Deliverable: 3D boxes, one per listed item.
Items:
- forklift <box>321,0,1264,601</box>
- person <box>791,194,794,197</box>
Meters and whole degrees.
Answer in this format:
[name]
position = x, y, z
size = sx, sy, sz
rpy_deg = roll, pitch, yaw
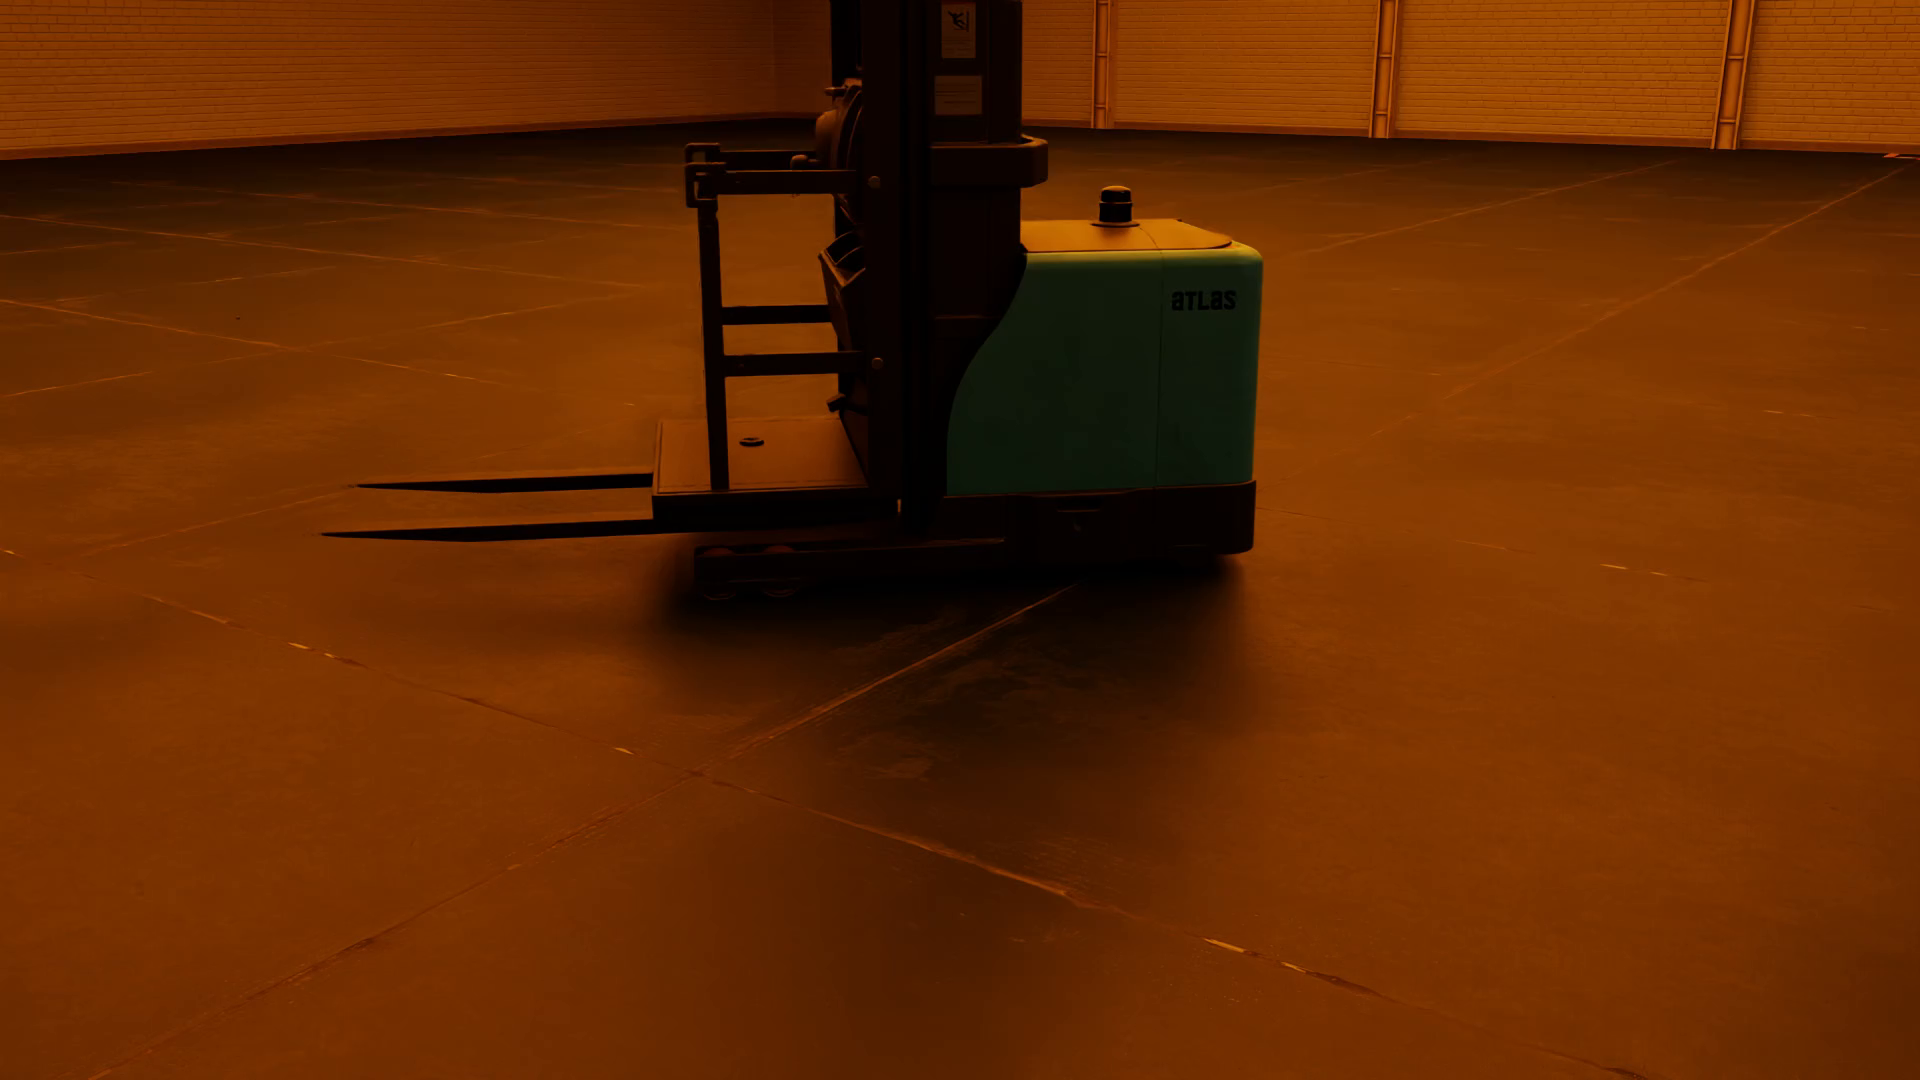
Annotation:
[forklift]
position = -0.571, -1.373, 5.423
size = 3.031, 2.935, 1.130
rpy_deg = -3, 17, -9
[person]
position = -0.504, -1.886, 9.499
size = 0.857, 1.691, 0.469
rpy_deg = -9, 19, -27
